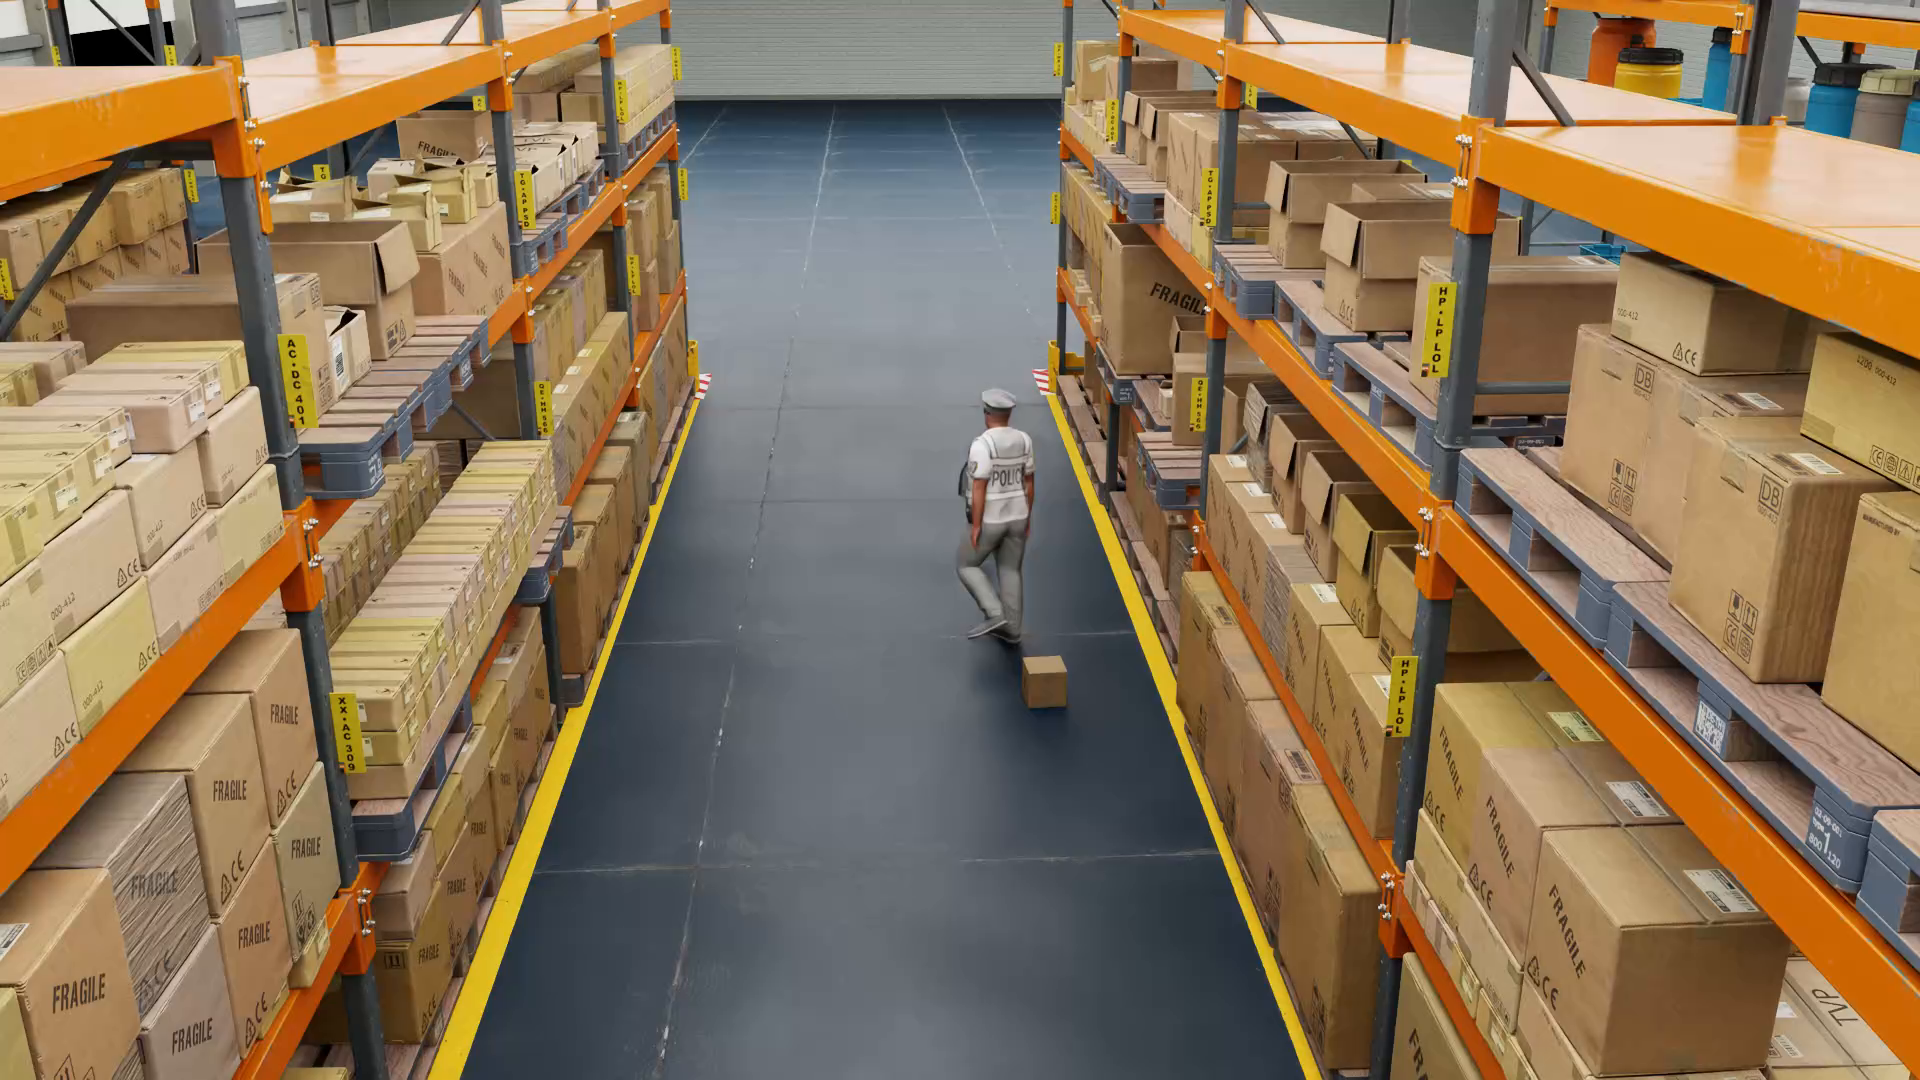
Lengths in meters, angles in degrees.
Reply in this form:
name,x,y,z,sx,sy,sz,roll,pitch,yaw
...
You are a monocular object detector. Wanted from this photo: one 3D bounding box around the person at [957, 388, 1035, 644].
name,x,y,z,sx,sy,sz,roll,pitch,yaw
person,0.275,-0.142,11.400,0.588,1.749,0.488,-13,24,-32
